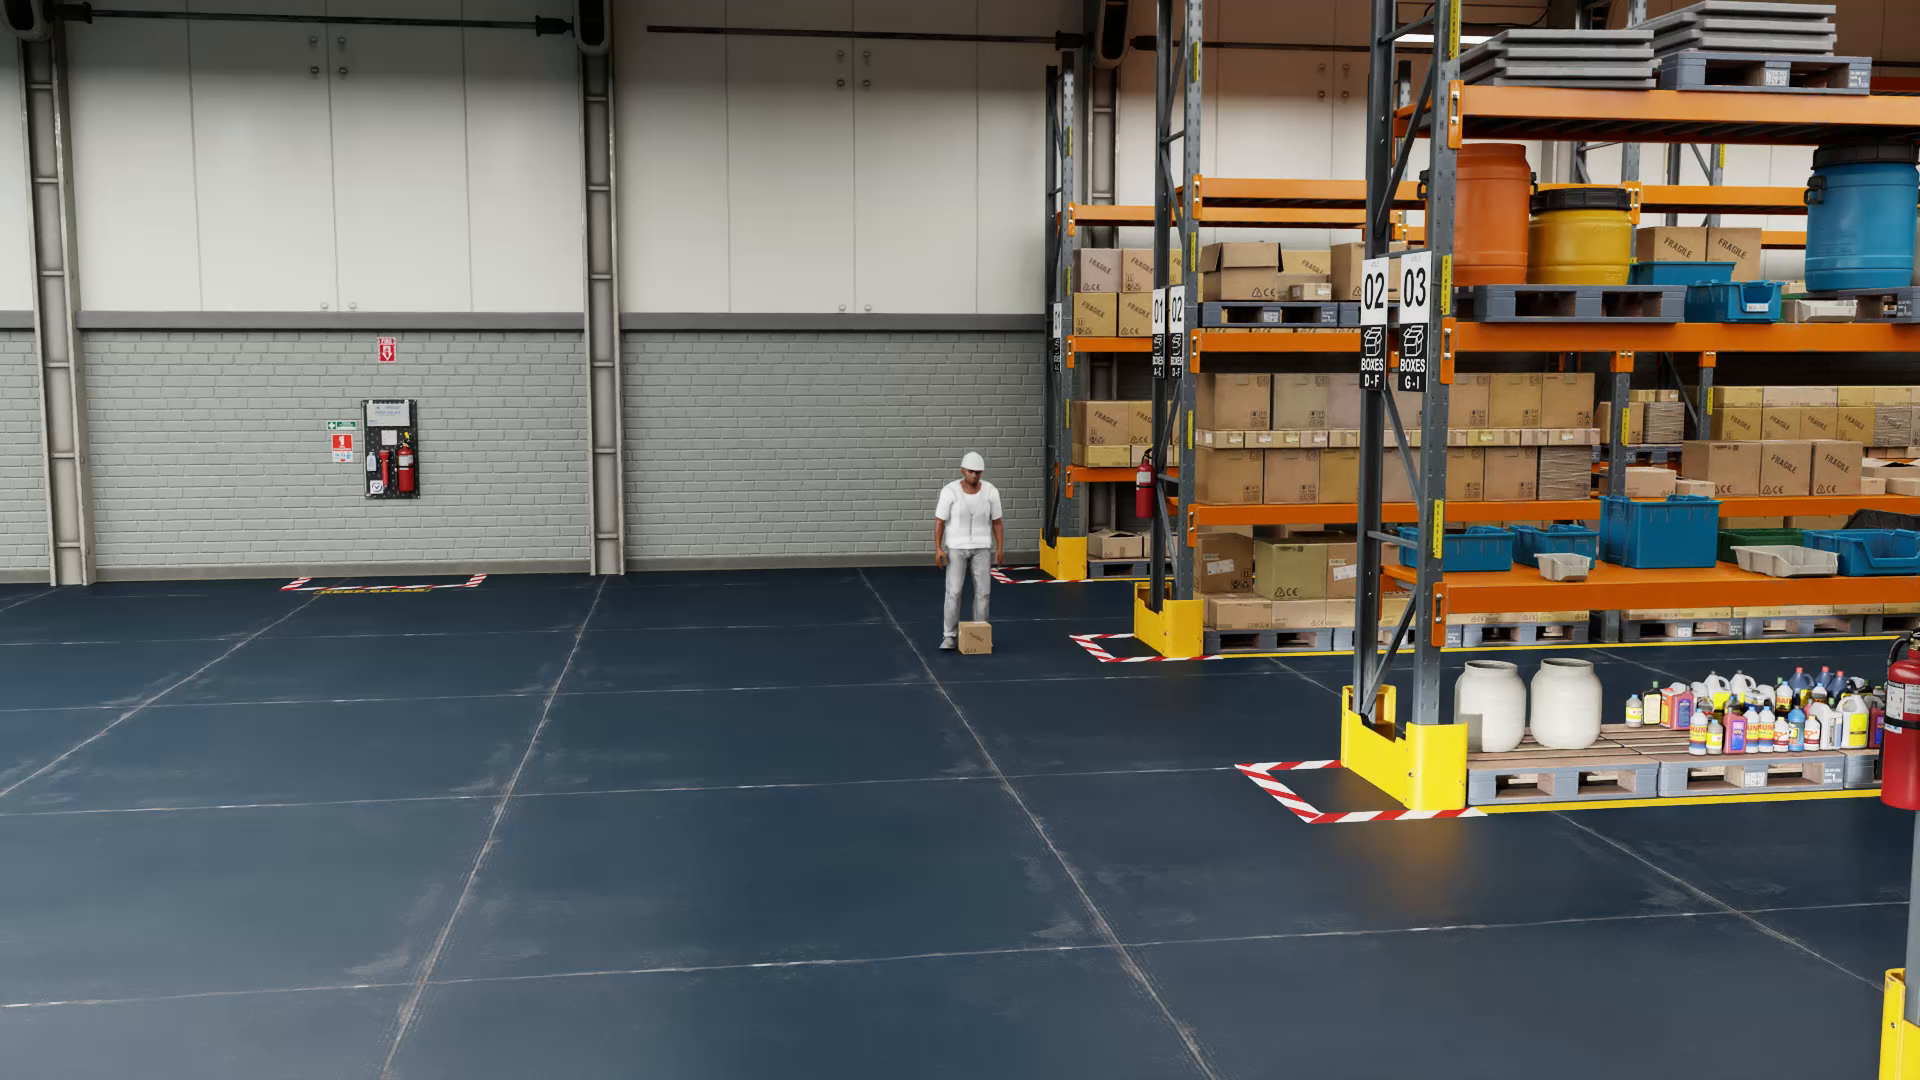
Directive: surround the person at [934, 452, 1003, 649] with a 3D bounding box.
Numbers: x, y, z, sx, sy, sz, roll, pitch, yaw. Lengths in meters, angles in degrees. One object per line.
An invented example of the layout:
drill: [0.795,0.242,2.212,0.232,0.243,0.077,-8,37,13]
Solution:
person: [0.084,0.092,14.834,0.627,1.757,0.460,-1,7,-9]
